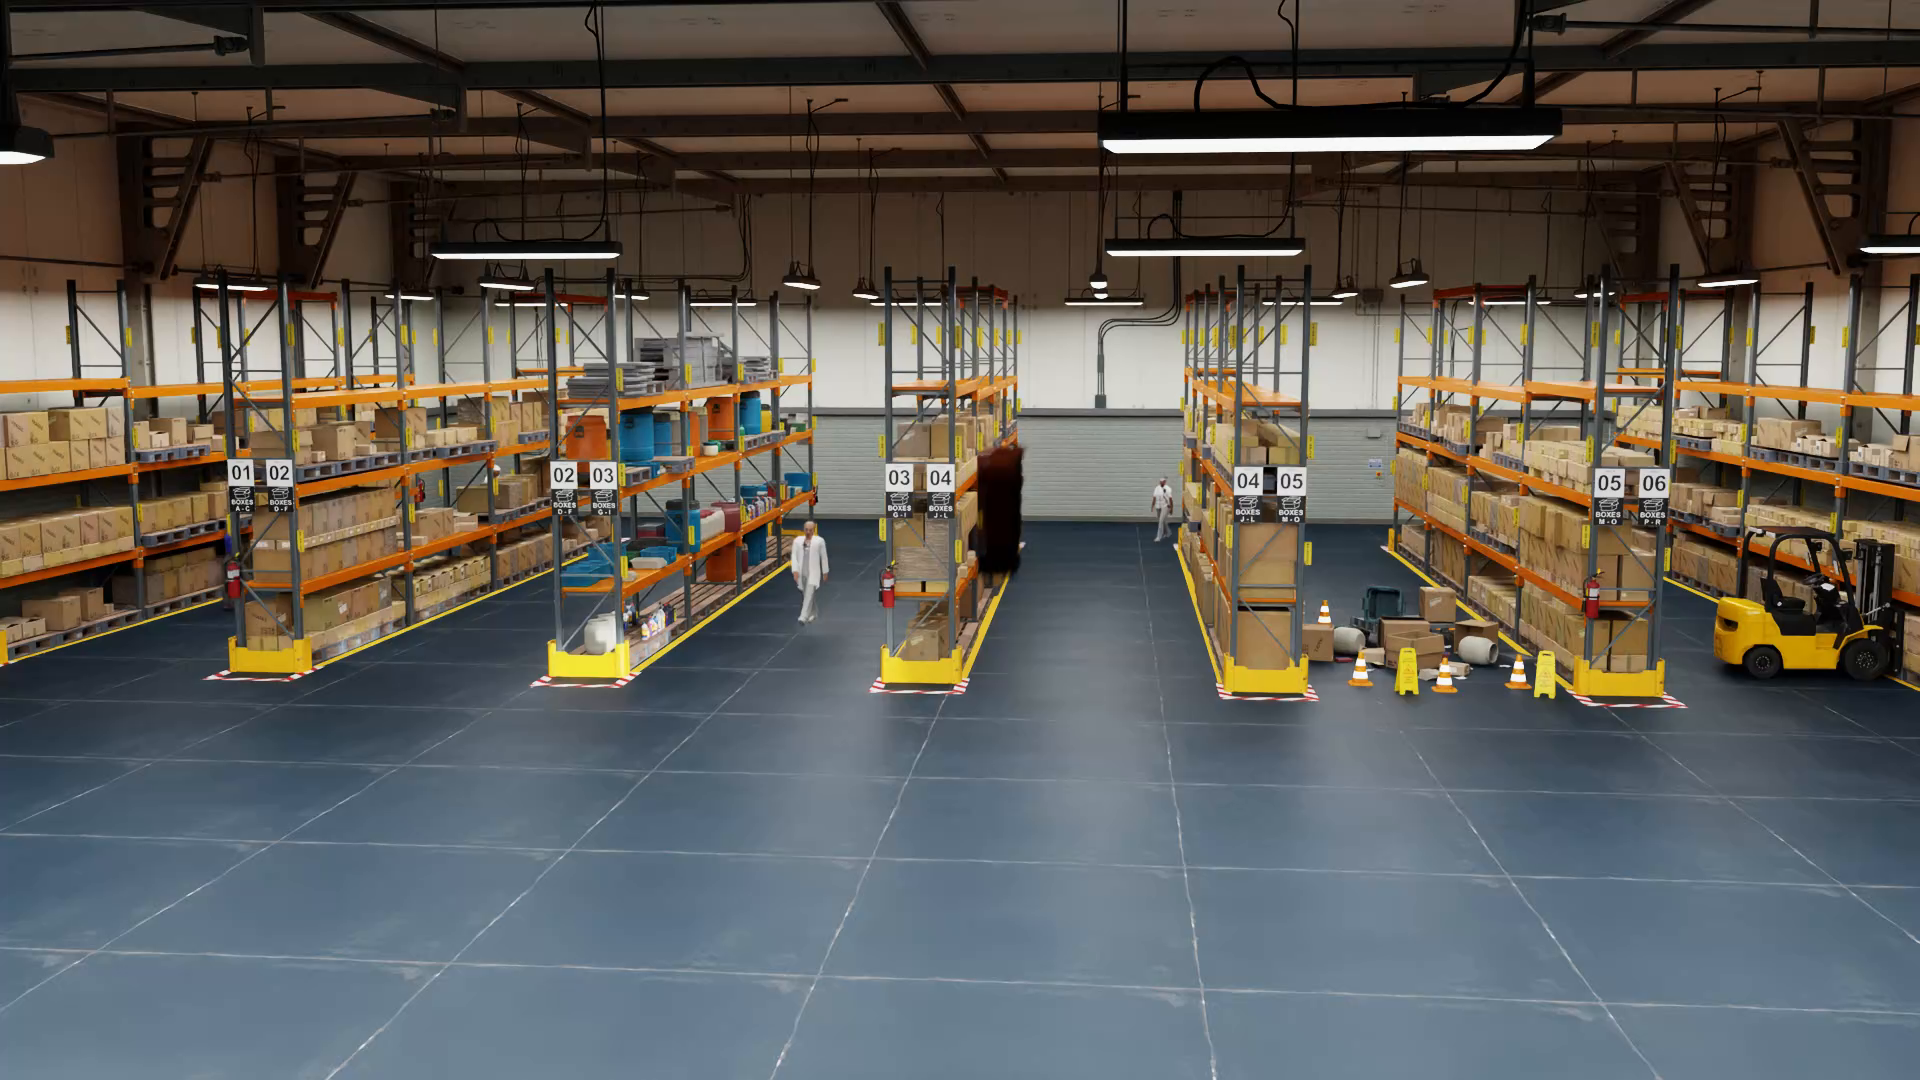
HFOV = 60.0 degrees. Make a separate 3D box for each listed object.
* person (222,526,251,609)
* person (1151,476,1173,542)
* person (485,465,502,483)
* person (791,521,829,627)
[{"bbox_3d":[-13.457,0.451,30.768,0.464,1.655,0.520,2,7,19],"label":"person"},{"bbox_3d":[4.999,-0.794,40.965,0.459,1.613,1.069,5,9,37],"label":"person"},{"bbox_3d":[-12.166,-1.115,43.459,1.126,1.707,0.556,3,8,23],"label":"person"},{"bbox_3d":[-2.516,0.556,27.318,0.566,1.729,1.192,2,7,14],"label":"person"}]
